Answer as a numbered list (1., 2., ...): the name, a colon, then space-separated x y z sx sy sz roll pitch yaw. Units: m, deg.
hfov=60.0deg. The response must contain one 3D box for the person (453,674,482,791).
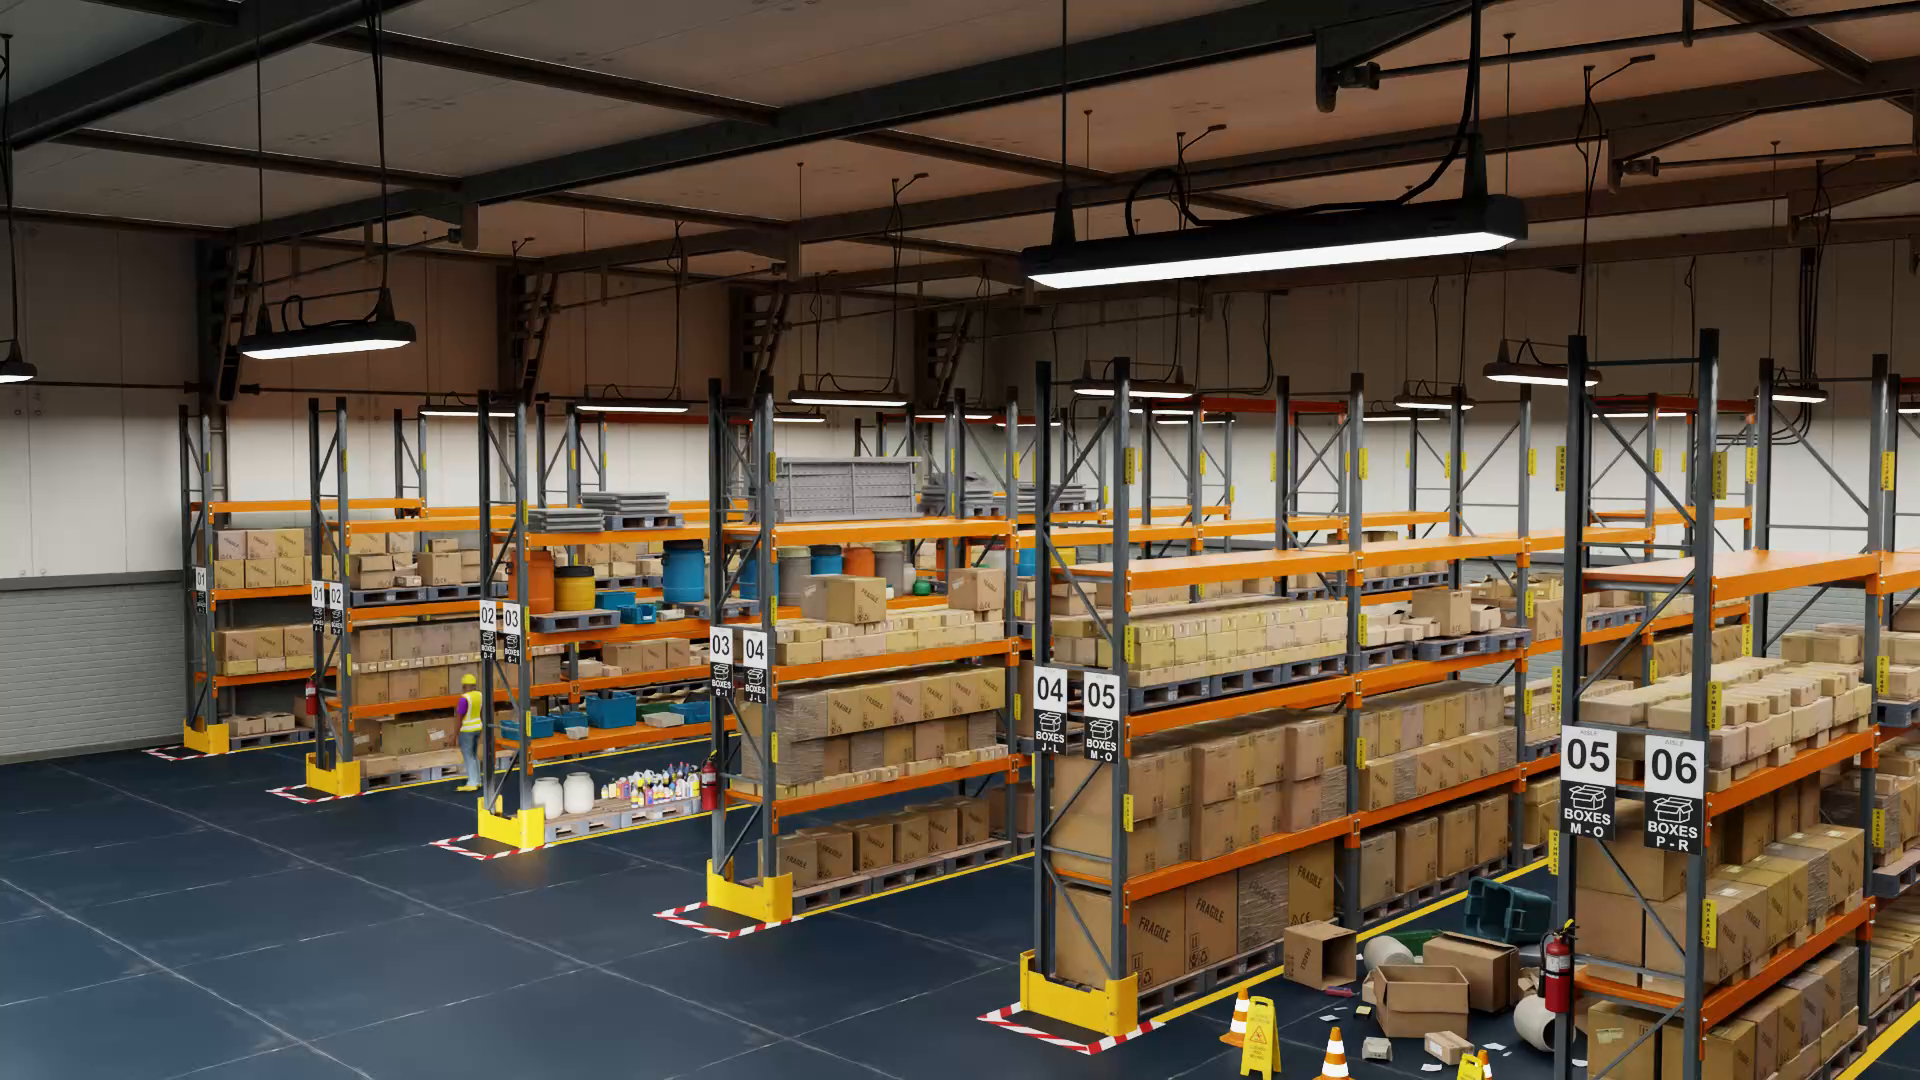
1. person: -7.513 2.949 25.407 0.370 1.803 0.683 1 3 15

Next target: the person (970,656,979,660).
1. person: 0.373 2.654 31.866 0.373 1.671 0.546 1 3 24
